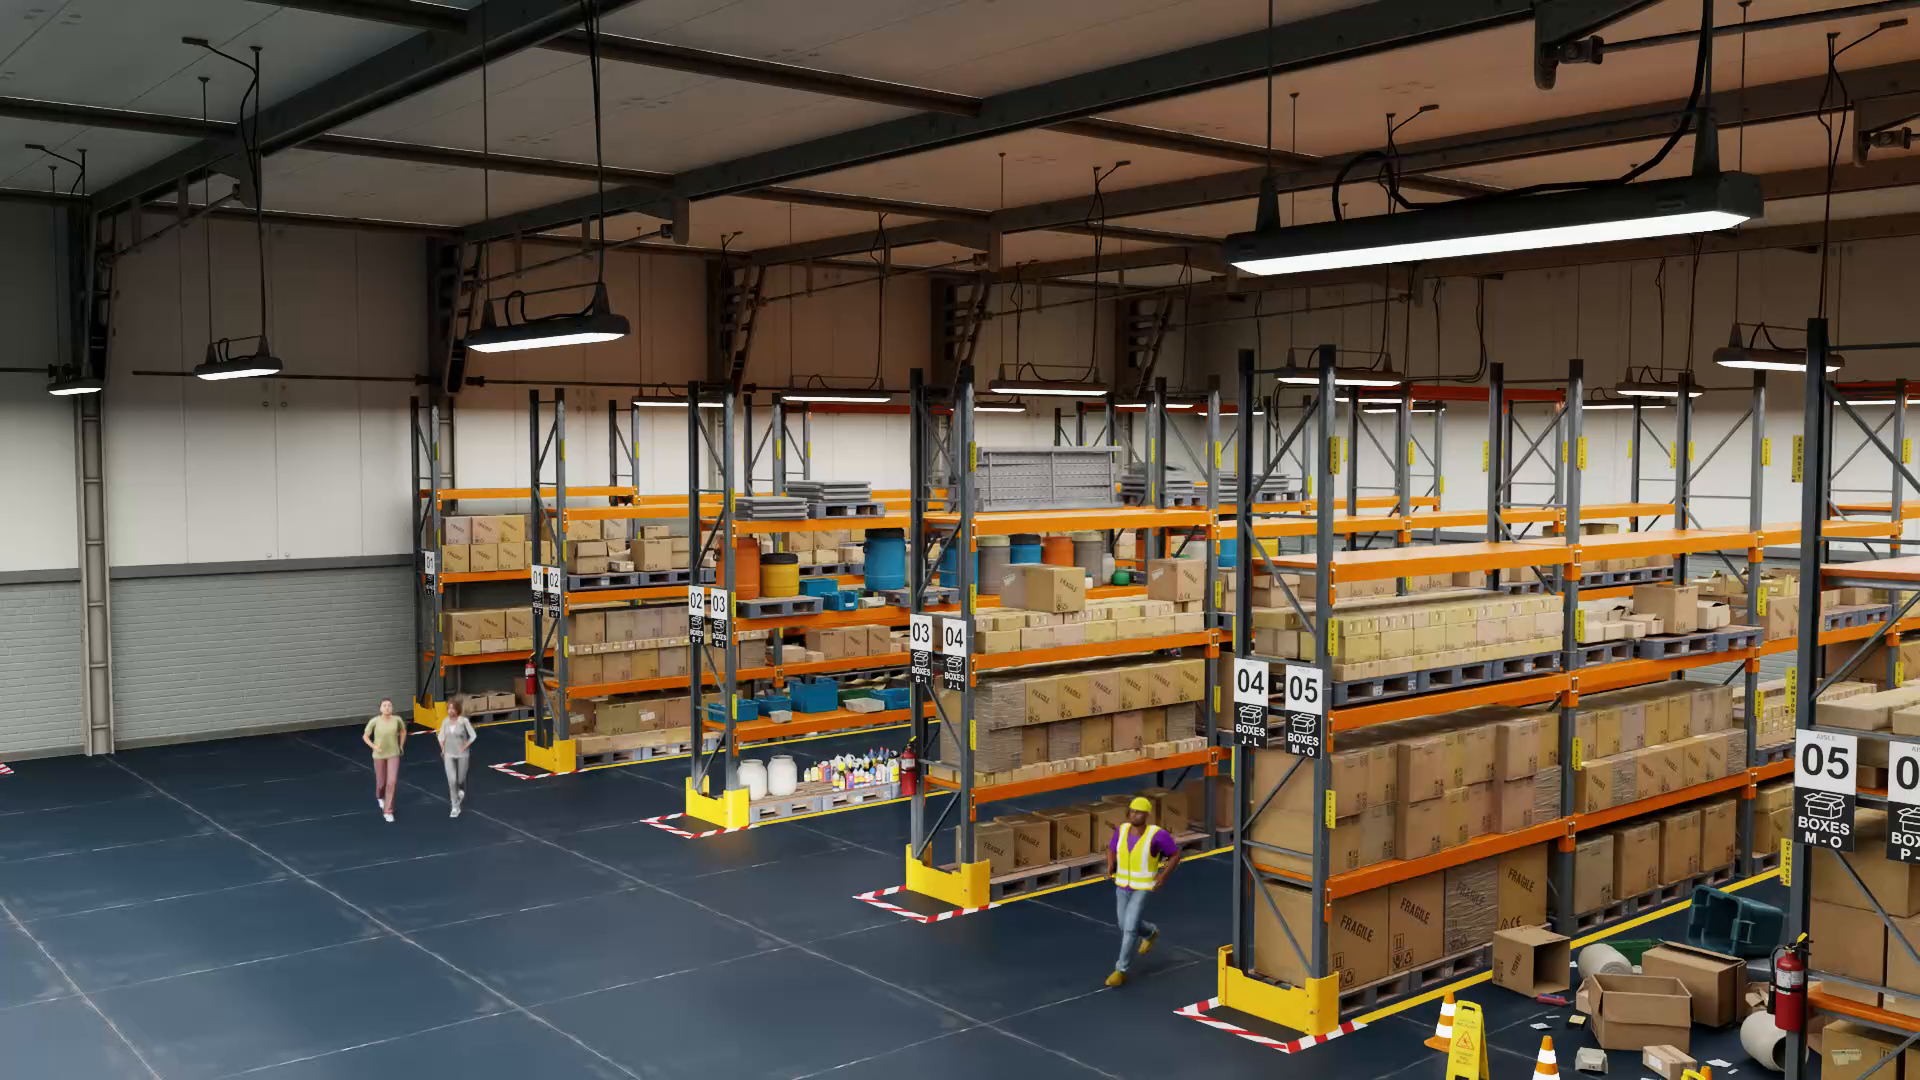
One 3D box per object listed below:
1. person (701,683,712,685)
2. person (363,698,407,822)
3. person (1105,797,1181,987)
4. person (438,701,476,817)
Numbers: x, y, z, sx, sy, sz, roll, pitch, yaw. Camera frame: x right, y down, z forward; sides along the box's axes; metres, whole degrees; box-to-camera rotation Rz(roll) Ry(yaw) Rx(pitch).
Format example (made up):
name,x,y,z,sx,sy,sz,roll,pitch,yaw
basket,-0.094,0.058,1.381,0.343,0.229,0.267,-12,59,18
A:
name,x,y,z,sx,sy,sz,roll,pitch,yaw
person,-4.520,2.500,30.598,0.809,1.721,0.656,-3,5,-42
person,-7.906,2.994,22.899,0.584,1.663,0.821,-2,4,-25
person,1.714,3.348,16.048,0.728,1.754,0.918,2,4,36
person,-7.011,3.032,23.178,0.534,1.567,0.655,0,3,-6
